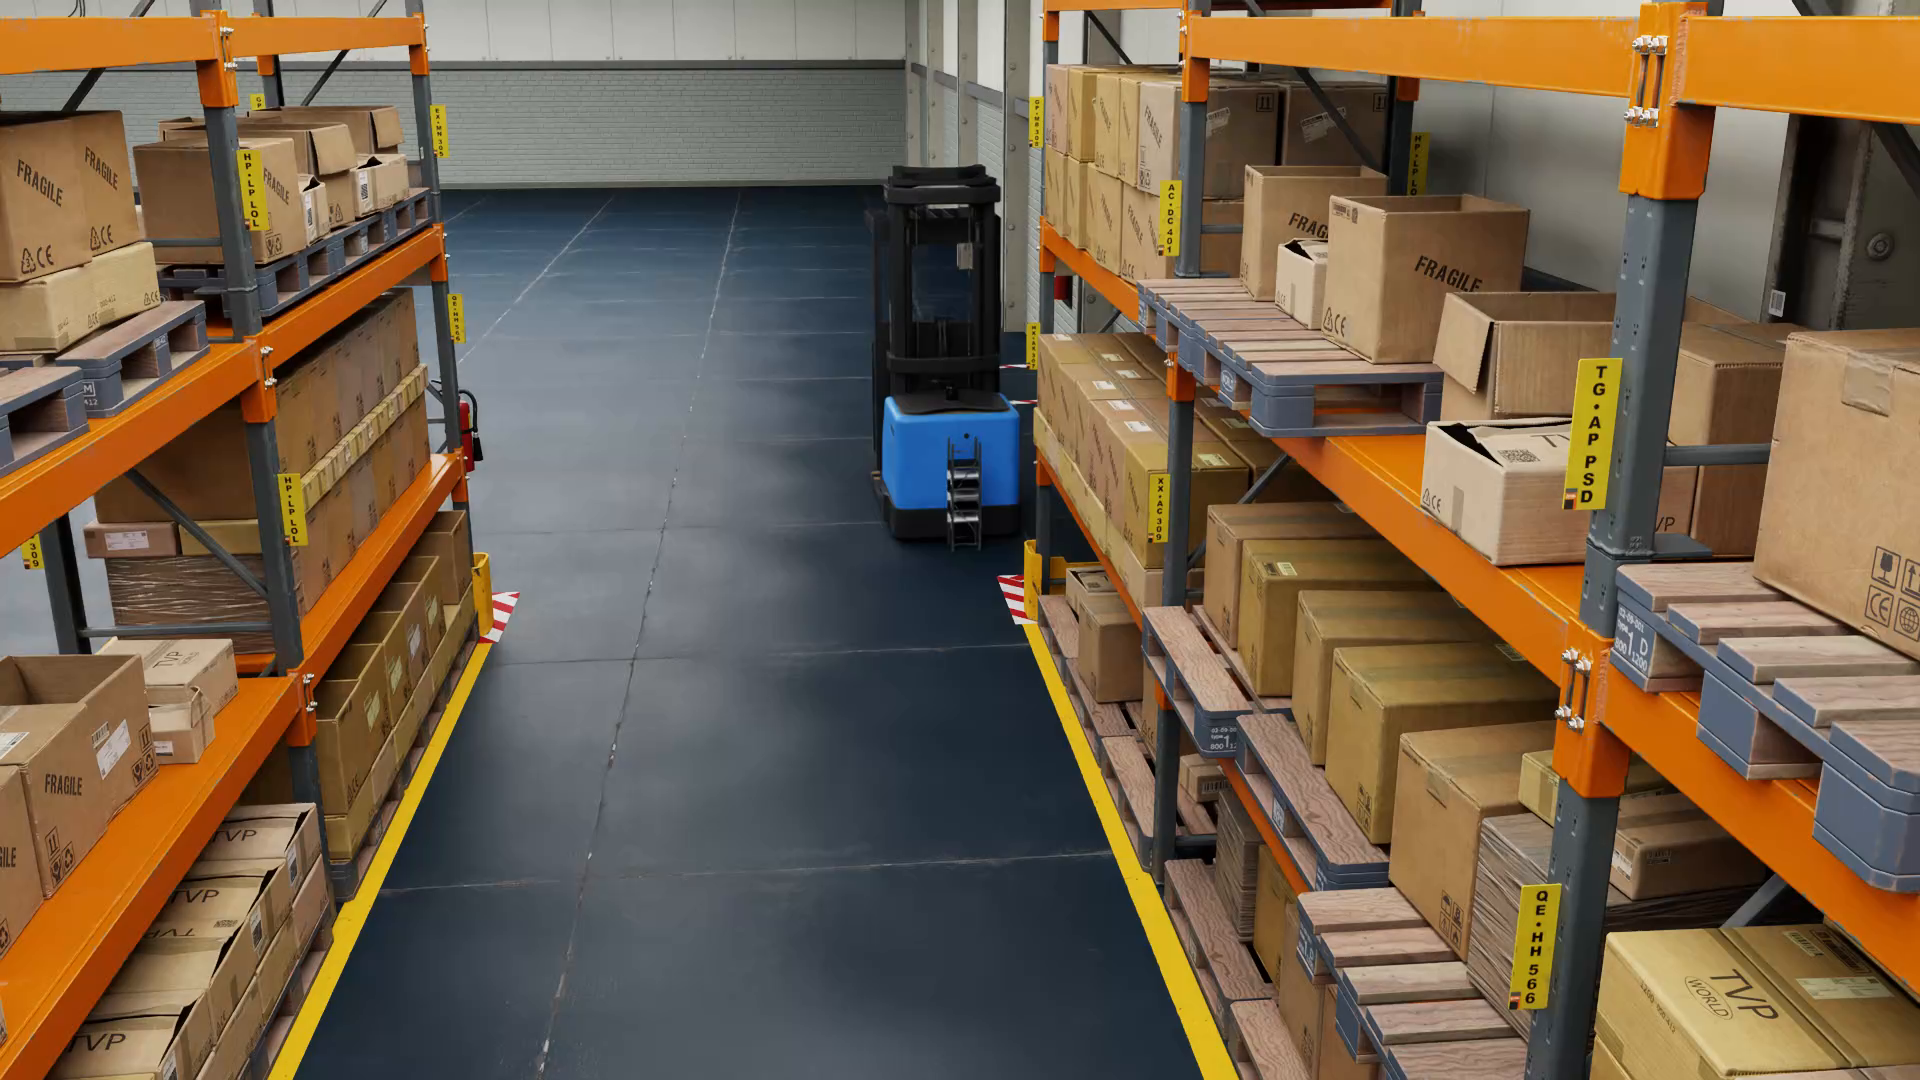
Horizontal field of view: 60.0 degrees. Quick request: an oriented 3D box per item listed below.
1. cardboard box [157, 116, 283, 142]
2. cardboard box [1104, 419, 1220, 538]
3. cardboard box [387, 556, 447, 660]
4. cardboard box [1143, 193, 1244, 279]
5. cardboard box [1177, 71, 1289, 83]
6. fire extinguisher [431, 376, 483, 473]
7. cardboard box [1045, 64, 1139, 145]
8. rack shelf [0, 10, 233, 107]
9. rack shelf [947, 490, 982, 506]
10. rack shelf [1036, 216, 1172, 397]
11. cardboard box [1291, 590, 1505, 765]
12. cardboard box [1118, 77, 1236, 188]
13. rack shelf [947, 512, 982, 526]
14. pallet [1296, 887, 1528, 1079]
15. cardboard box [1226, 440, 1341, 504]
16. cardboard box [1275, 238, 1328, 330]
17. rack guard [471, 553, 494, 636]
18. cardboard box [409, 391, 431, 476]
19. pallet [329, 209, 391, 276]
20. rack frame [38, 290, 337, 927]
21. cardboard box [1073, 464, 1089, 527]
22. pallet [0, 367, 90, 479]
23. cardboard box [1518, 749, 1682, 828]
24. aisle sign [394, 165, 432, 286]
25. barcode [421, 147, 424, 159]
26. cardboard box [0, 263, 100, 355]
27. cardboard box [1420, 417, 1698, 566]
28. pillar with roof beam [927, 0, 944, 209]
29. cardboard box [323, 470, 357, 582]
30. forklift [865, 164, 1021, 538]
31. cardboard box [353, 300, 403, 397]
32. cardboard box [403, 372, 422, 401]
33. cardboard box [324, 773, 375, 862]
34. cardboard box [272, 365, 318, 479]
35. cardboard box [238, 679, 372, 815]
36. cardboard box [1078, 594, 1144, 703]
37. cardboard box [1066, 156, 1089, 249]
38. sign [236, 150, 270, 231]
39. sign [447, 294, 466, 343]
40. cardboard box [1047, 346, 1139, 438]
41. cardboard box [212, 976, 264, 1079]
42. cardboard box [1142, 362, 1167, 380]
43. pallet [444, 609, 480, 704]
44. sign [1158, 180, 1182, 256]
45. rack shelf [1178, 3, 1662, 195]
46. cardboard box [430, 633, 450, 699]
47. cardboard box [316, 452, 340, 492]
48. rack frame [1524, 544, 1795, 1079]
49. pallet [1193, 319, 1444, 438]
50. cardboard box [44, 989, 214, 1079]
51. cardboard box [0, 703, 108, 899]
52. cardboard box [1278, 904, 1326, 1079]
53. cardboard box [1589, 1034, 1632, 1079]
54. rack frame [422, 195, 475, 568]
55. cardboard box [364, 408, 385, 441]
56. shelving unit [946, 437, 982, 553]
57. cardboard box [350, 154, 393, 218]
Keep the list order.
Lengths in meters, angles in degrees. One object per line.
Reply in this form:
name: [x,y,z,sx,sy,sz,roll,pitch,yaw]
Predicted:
cardboard box: [-3.978,-2.031,9.030,0.500,0.500,0.500,-2,18,-6]
cardboard box: [1.049,-0.327,8.675,0.500,0.500,0.500,-2,18,-6]
cardboard box: [-3.408,0.413,9.991,0.500,0.500,0.500,-2,18,-6]
cardboard box: [1.164,-1.383,7.867,0.500,0.500,0.500,-1,17,-4]
cardboard box: [1.494,-2.328,9.207,0.500,0.500,0.500,-2,18,-6]
fire extinguisher: [-3.428,-0.801,11.351,0.296,0.674,0.183,-2,18,-6]
cardboard box: [0.848,-2.786,10.666,0.500,0.500,0.500,-3,18,-10]
rack shelf: [-3.259,-1.329,4.757,1.077,0.370,4.000,-2,18,-6]
rack shelf: [0.035,-0.331,13.339,0.258,0.077,0.200,-3,18,-8]
rack shelf: [1.256,-1.435,9.433,1.077,0.370,4.000,-2,18,-6]
cardboard box: [1.630,0.506,6.157,0.700,0.500,0.500,1,17,2]
cardboard box: [1.073,-2.021,8.230,0.500,0.500,0.500,-1,17,-3]
rack shelf: [0.035,-0.159,13.393,0.258,0.077,0.200,-3,18,-8]
pallet: [1.695,1.323,4.775,1.213,0.211,1.003,-2,18,-6]
cardboard box: [1.621,-0.193,8.250,0.500,0.500,0.500,-2,18,-7]
cardboard box: [1.502,-0.991,6.267,0.500,0.311,0.500,-1,17,-4]
rack guard: [-3.880,0.397,11.579,1.175,0.500,0.348,-2,18,-6]
cardboard box: [-3.842,-0.697,10.722,0.700,0.500,0.500,-2,18,-6]
pallet: [-3.701,-1.602,8.912,1.003,0.211,1.213,-2,18,-6]
rack frame: [-3.465,0.403,7.386,1.000,3.000,0.127,-2,18,-6]
cardboard box: [0.948,-0.269,9.742,0.500,0.250,0.500,-2,18,-5]
pallet: [-3.329,-0.279,4.865,1.003,0.211,1.213,-1,17,-3]
cardboard box: [1.761,0.676,4.531,0.380,0.149,0.250,-5,18,-15]
aisle sign: [-3.592,-2.058,10.883,0.394,0.787,0.004,-2,18,-6]
barcode: [-3.366,-2.422,10.406,0.001,0.075,0.075,-2,18,-6]
cardboard box: [-3.351,-0.809,5.789,0.500,0.250,0.500,-3,18,-11]
cardboard box: [1.532,-0.164,4.298,0.500,0.311,0.500,-2,18,-6]
pillar with roof beam: [-4.775,-10.641,32.547,9.100,9.000,0.400,-2,18,-6]
cardboard box: [-3.626,-0.083,8.767,0.700,0.500,0.500,-2,17,-5]
forklift: [-0.235,-1.811,14.552,1.130,2.935,3.031,-3,18,-8]
cardboard box: [-3.777,-1.144,9.979,0.700,0.500,0.500,-2,18,-7]
cardboard box: [-3.620,-0.960,10.477,0.380,0.149,0.250,-1,17,-4]
cardboard box: [-3.211,1.367,8.204,0.500,0.250,0.500,-2,18,-6]
cardboard box: [-3.570,-0.546,8.076,0.700,0.500,0.500,-2,18,-6]
cardboard box: [-3.201,1.009,8.093,0.500,0.500,0.500,-2,18,-6]
cardboard box: [1.116,0.639,10.073,0.700,0.500,0.500,-3,18,-9]
cardboard box: [0.913,-2.008,9.858,0.500,0.500,0.500,-1,17,-3]
sign: [-2.926,-1.445,6.874,0.100,0.325,0.005,-2,18,-6]
sign: [-3.336,-1.467,11.013,0.100,0.325,0.005,-2,18,-6]
cardboard box: [0.841,-0.940,10.627,0.500,0.500,0.500,-2,18,-5]
cardboard box: [-3.030,1.932,6.404,0.500,0.250,0.500,-1,17,-4]
cardboard box: [1.409,-0.801,10.184,0.500,0.500,0.500,-2,18,-7]
pallet: [-3.757,0.768,10.878,1.003,0.211,1.213,-2,18,-6]
sign: [0.923,-1.410,7.289,0.100,0.325,0.005,-2,18,-6]
rack shelf: [1.668,-1.483,5.248,1.077,0.370,4.000,-2,18,-6]
cardboard box: [-3.411,0.771,10.103,0.500,0.250,0.500,-2,18,-6]
cardboard box: [-3.406,-0.345,8.517,0.380,0.149,0.250,-2,18,-7]
rack frame: [1.875,1.441,4.081,1.000,3.000,0.127,-2,18,-6]
pallet: [1.530,-0.597,5.875,1.213,0.211,1.003,-2,18,-6]
cardboard box: [-2.981,1.812,5.850,0.500,0.311,0.500,-2,18,-6]
cardboard box: [-3.296,0.891,5.665,0.500,0.500,0.500,-2,18,-6]
cardboard box: [1.670,1.756,6.515,0.700,0.500,0.500,-2,17,-5]
cardboard box: [1.670,1.394,3.532,0.500,0.500,0.500,-1,17,-4]
rack frame: [-3.877,-0.789,11.182,1.000,3.000,0.127,-2,18,-6]
cardboard box: [-3.513,-0.652,9.497,0.380,0.149,0.250,-1,17,-4]
shelving unit: [0.035,-0.362,13.329,0.258,0.900,0.210,-3,18,-8]
cardboard box: [-3.439,-1.944,9.067,0.500,0.311,0.500,0,17,1]
